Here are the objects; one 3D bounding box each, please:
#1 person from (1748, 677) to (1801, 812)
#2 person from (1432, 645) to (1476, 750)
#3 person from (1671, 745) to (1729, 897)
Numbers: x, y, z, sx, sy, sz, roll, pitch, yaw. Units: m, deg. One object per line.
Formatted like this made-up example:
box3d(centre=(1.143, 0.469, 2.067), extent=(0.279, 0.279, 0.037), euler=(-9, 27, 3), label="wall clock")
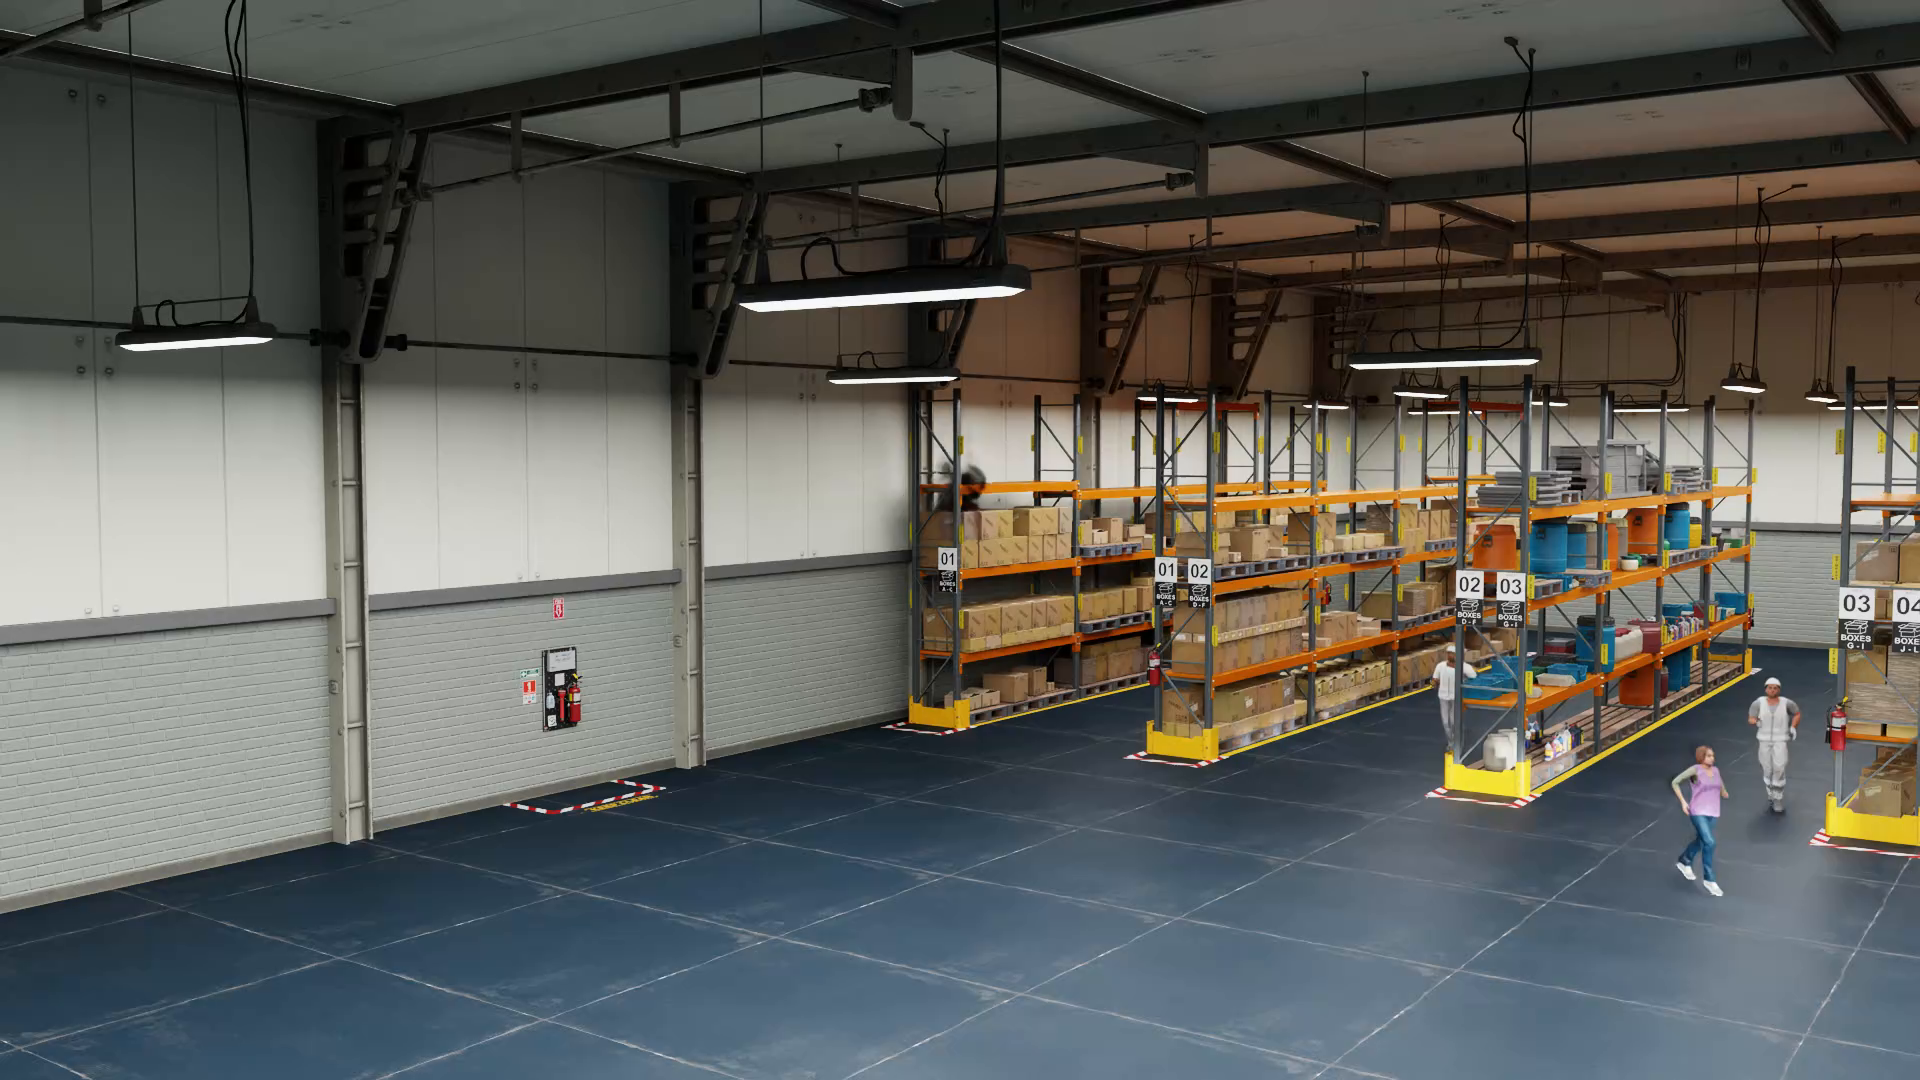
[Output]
box3d(centre=(11.197, 2.809, 22.911), extent=(0.630, 1.836, 0.764), euler=(2, 4, 33), label="person")
box3d(centre=(7.986, 2.586, 27.035), extent=(0.680, 1.750, 0.626), euler=(2, 4, 35), label="person")
box3d(centre=(8.362, 3.118, 18.750), extent=(0.517, 1.632, 0.754), euler=(-1, 4, -22), label="person")
